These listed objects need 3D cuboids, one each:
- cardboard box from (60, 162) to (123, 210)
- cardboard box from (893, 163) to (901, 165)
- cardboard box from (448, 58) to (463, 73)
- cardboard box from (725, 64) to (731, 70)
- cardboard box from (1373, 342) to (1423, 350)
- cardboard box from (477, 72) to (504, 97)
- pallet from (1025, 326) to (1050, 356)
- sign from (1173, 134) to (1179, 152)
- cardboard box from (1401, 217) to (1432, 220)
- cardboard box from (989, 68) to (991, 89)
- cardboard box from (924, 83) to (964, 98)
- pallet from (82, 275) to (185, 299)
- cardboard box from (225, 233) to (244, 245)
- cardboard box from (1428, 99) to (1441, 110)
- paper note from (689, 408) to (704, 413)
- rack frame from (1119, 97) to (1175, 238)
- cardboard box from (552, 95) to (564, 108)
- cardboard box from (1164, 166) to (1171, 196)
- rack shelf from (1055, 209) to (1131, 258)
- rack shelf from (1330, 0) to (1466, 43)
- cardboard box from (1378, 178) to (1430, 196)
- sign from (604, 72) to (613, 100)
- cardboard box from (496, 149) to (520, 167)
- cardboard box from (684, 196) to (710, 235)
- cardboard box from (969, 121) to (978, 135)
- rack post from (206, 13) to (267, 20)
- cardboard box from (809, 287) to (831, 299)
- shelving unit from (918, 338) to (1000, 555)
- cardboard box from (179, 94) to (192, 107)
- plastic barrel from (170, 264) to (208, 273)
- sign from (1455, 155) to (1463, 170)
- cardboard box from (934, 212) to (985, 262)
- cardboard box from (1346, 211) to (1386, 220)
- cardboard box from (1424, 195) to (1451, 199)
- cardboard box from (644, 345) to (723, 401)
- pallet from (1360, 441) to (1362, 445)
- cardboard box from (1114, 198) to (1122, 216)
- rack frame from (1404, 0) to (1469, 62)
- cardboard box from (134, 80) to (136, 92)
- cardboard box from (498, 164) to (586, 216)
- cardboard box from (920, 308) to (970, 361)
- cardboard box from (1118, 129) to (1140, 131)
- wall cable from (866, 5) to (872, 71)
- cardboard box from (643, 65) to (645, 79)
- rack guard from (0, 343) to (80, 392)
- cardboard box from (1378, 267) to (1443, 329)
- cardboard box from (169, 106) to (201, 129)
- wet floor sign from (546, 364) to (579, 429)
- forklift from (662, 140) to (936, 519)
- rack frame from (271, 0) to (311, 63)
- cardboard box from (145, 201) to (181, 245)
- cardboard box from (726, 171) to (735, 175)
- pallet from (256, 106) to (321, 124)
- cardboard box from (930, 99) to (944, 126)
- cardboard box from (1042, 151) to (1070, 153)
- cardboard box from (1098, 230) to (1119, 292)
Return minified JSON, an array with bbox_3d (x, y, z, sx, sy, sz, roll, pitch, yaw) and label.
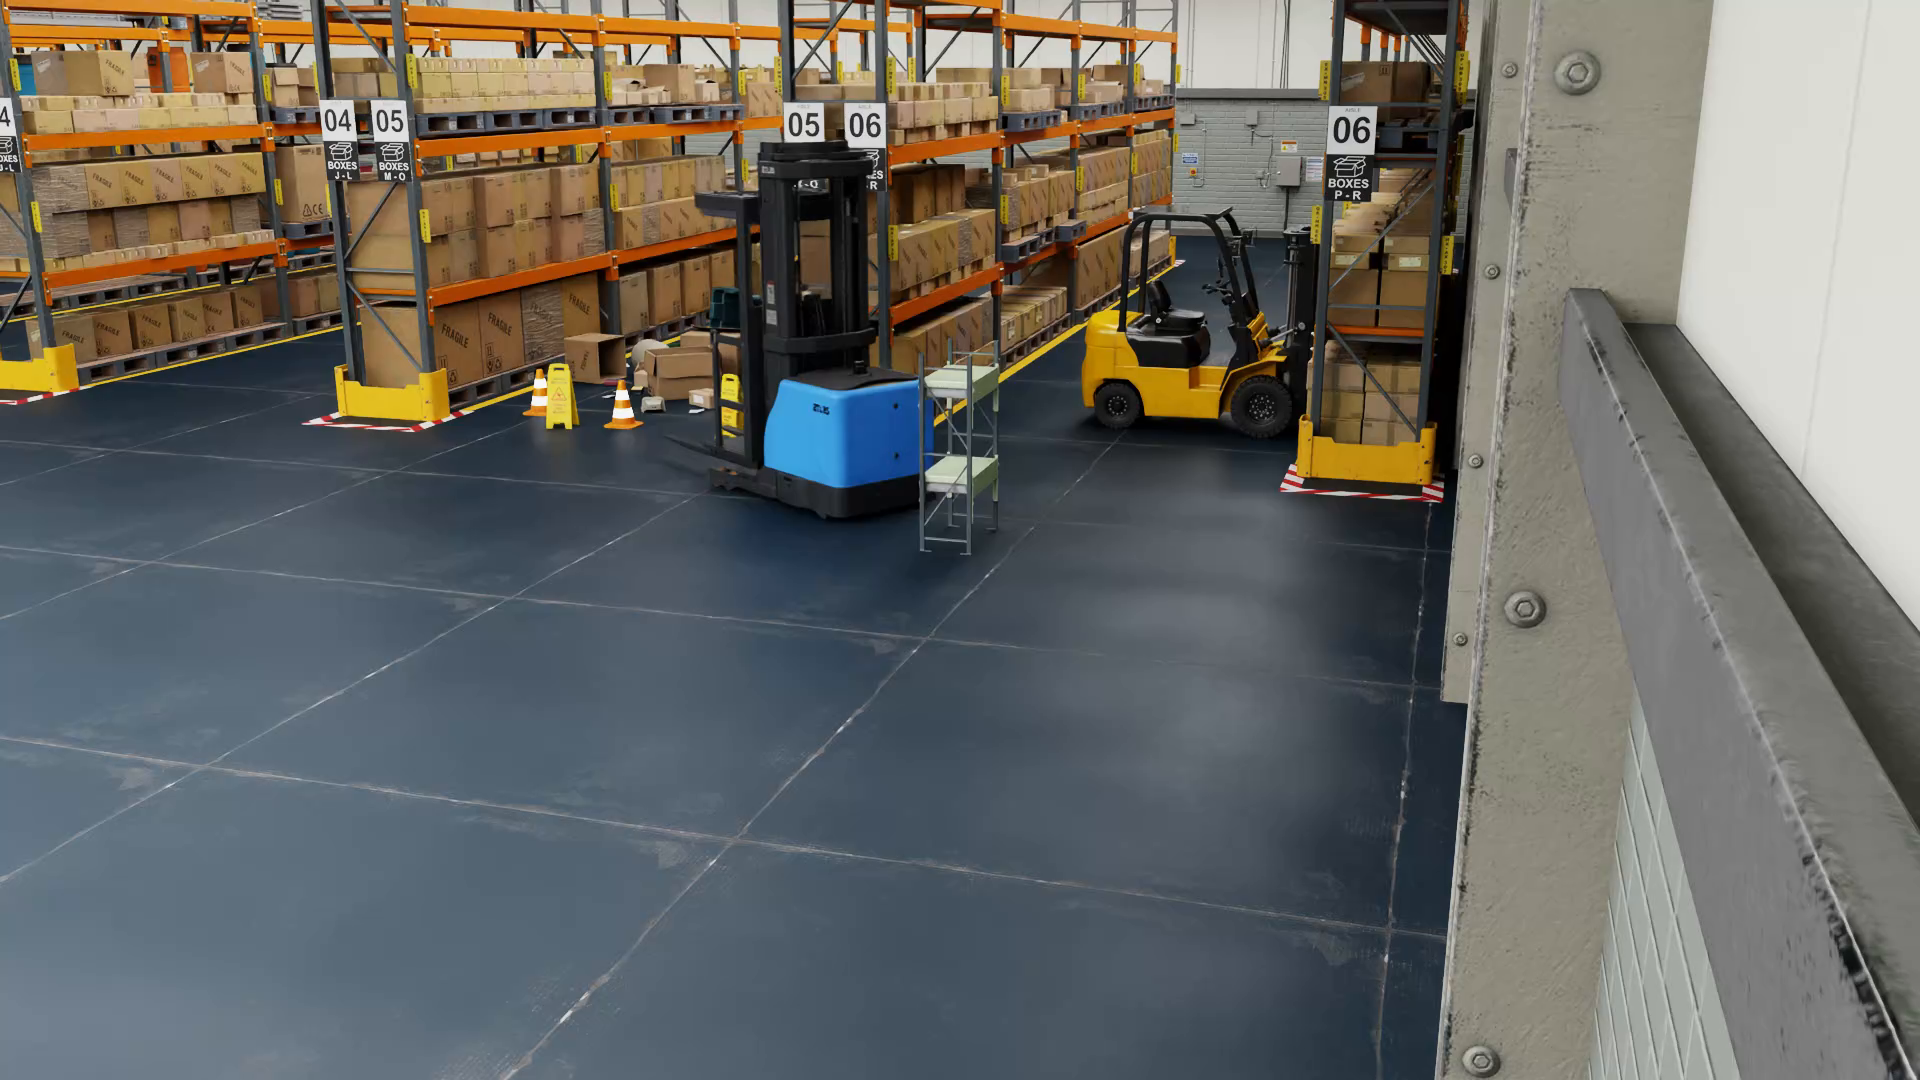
[{"bbox_3d":[-10.084,-4.094,19.205,0.500,0.500,0.500,5,16,16],"label":"cardboard box"},{"bbox_3d":[-1.409,-6.863,30.799,0.500,0.500,0.500,4,16,15],"label":"cardboard box"},{"bbox_3d":[-5.379,-4.908,17.187,0.380,0.149,0.250,4,16,15],"label":"cardboard box"},{"bbox_3d":[-3.439,-7.174,25.542,0.396,0.266,0.258,5,16,16],"label":"cardboard box"},{"bbox_3d":[4.220,-1.748,15.933,0.500,0.250,0.500,5,16,16],"label":"cardboard box"},{"bbox_3d":[-5.255,-4.893,17.863,0.500,0.250,0.500,4,16,15],"label":"cardboard box"},{"bbox_3d":[0.552,-2.629,21.711,1.003,0.211,1.213,5,16,16],"label":"pallet"},{"bbox_3d":[3.914,-7.211,30.200,0.100,0.325,0.005,5,16,16],"label":"sign"},{"bbox_3d":[4.450,-3.063,16.212,0.380,0.149,0.250,5,17,17],"label":"cardboard box"},{"bbox_3d":[0.299,-5.690,20.486,0.500,0.250,0.500,5,17,17],"label":"cardboard box"},{"bbox_3d":[-0.174,-4.779,17.682,0.380,0.149,0.250,4,16,15],"label":"cardboard box"},{"bbox_3d":[-13.383,-4.104,26.913,1.003,0.211,1.213,5,16,16],"label":"pallet"},{"bbox_3d":[-9.502,-3.890,21.506,0.380,0.149,0.250,5,16,16],"label":"cardboard box"},{"bbox_3d":[5.177,-4.842,18.413,0.380,0.149,0.250,5,16,16],"label":"cardboard box"},{"bbox_3d":[-2.789,-1.373,17.615,0.148,0.019,0.142,-1,16,-3],"label":"paper note"},{"bbox_3d":[3.398,-6.586,30.552,1.000,3.000,0.127,5,16,16],"label":"rack frame"},{"bbox_3d":[-4.800,-5.056,19.167,0.380,0.149,0.250,5,16,16],"label":"cardboard box"},{"bbox_3d":[3.514,-6.487,30.021,0.500,0.500,0.500,5,17,16],"label":"cardboard box"},{"bbox_3d":[1.693,-4.670,25.116,1.077,0.370,4.000,5,16,16],"label":"rack shelf"},{"bbox_3d":[4.179,-4.887,15.619,1.077,0.370,4.000,5,16,16],"label":"rack shelf"},{"bbox_3d":[6.171,-4.802,23.304,0.797,0.503,0.637,4,16,15],"label":"cardboard box"},{"bbox_3d":[-4.255,-5.491,20.103,0.100,0.325,0.005,5,16,16],"label":"sign"},{"bbox_3d":[-7.782,-6.328,27.622,0.797,0.503,0.637,5,17,18],"label":"cardboard box"},{"bbox_3d":[-3.806,-4.499,23.010,0.500,0.500,0.500,4,16,15],"label":"cardboard box"},{"bbox_3d":[-0.015,-4.534,18.282,0.380,0.149,0.250,5,17,16],"label":"cardboard box"},{"bbox_3d":[-12.442,-8.798,28.274,0.937,0.300,0.954,7,17,22],"label":"rack post"},{"bbox_3d":[-1.248,-2.394,16.232,0.380,0.149,0.250,5,17,18],"label":"cardboard box"},{"bbox_3d":[-0.002,-0.720,12.619,0.431,1.500,0.755,5,16,16],"label":"shelving unit"},{"bbox_3d":[-9.679,-5.399,20.415,0.380,0.149,0.250,5,17,18],"label":"cardboard box"},{"bbox_3d":[-13.003,-4.933,27.931,0.600,0.830,0.708,5,16,16],"label":"plastic barrel"},{"bbox_3d":[7.554,-5.670,25.202,0.100,0.325,0.005,5,16,16],"label":"sign"},{"bbox_3d":[-0.040,-3.367,18.475,0.500,0.500,0.500,5,17,18],"label":"cardboard box"},{"bbox_3d":[4.101,-3.233,16.814,0.380,0.149,0.250,4,16,15],"label":"cardboard box"},{"bbox_3d":[6.019,-4.291,21.090,0.380,0.149,0.250,5,17,17],"label":"cardboard box"},{"bbox_3d":[-3.077,-1.855,18.447,0.797,0.503,0.637,-7,17,-23],"label":"cardboard box"},{"bbox_3d":[3.788,-0.878,15.538,1.003,0.211,1.213,5,16,16],"label":"pallet"},{"bbox_3d":[2.229,-5.197,25.931,0.500,0.250,0.500,4,16,15],"label":"cardboard box"},{"bbox_3d":[8.158,-9.088,28.380,1.000,3.000,0.127,5,16,16],"label":"rack frame"},{"bbox_3d":[-16.361,-8.797,32.207,0.500,0.250,0.500,5,16,16],"label":"cardboard box"},{"bbox_3d":[-4.970,-4.149,19.706,0.875,0.550,0.550,5,16,16],"label":"cardboard box"},{"bbox_3d":[-0.210,-2.244,18.139,0.500,0.500,0.500,6,17,19],"label":"cardboard box"},{"bbox_3d":[3.025,-7.282,29.800,0.380,0.149,0.250,5,17,17],"label":"cardboard box"},{"bbox_3d":[-1.192,-13.000,36.277,2.277,5.999,0.120,5,16,16],"label":"wall cable"},{"bbox_3d":[-6.200,-8.956,32.273,0.700,0.500,0.500,4,16,13],"label":"cardboard box"},{"bbox_3d":[-10.629,-1.986,18.914,1.175,0.500,0.348,5,16,16],"label":"rack guard"},{"bbox_3d":[4.018,-2.172,14.808,0.500,0.500,0.500,5,17,18],"label":"cardboard box"},{"bbox_3d":[-9.691,-5.177,20.362,0.500,0.250,0.500,5,16,15],"label":"cardboard box"},{"bbox_3d":[-4.034,-1.464,16.807,0.267,0.644,0.232,2,16,6],"label":"wet floor sign"},{"bbox_3d":[-1.533,-1.913,14.203,1.130,2.935,3.031,-13,20,-38],"label":"forklift"},{"bbox_3d":[-11.989,-9.578,30.107,1.000,3.000,0.127,5,16,16],"label":"rack frame"},{"bbox_3d":[-10.104,-3.899,20.350,0.875,0.500,0.500,5,16,16],"label":"cardboard box"},{"bbox_3d":[-3.656,-5.648,25.847,0.380,0.149,0.250,5,16,16],"label":"cardboard box"},{"bbox_3d":[-9.236,-5.721,22.349,1.213,0.211,1.003,5,16,16],"label":"pallet"},{"bbox_3d":[-0.475,-4.293,16.701,0.500,0.250,0.500,5,17,18],"label":"cardboard box"},{"bbox_3d":[1.457,-5.574,24.968,0.500,0.500,0.500,4,16,15],"label":"cardboard box"},{"bbox_3d":[1.912,-4.314,25.666,0.875,0.875,0.875,5,17,17],"label":"cardboard box"}]
